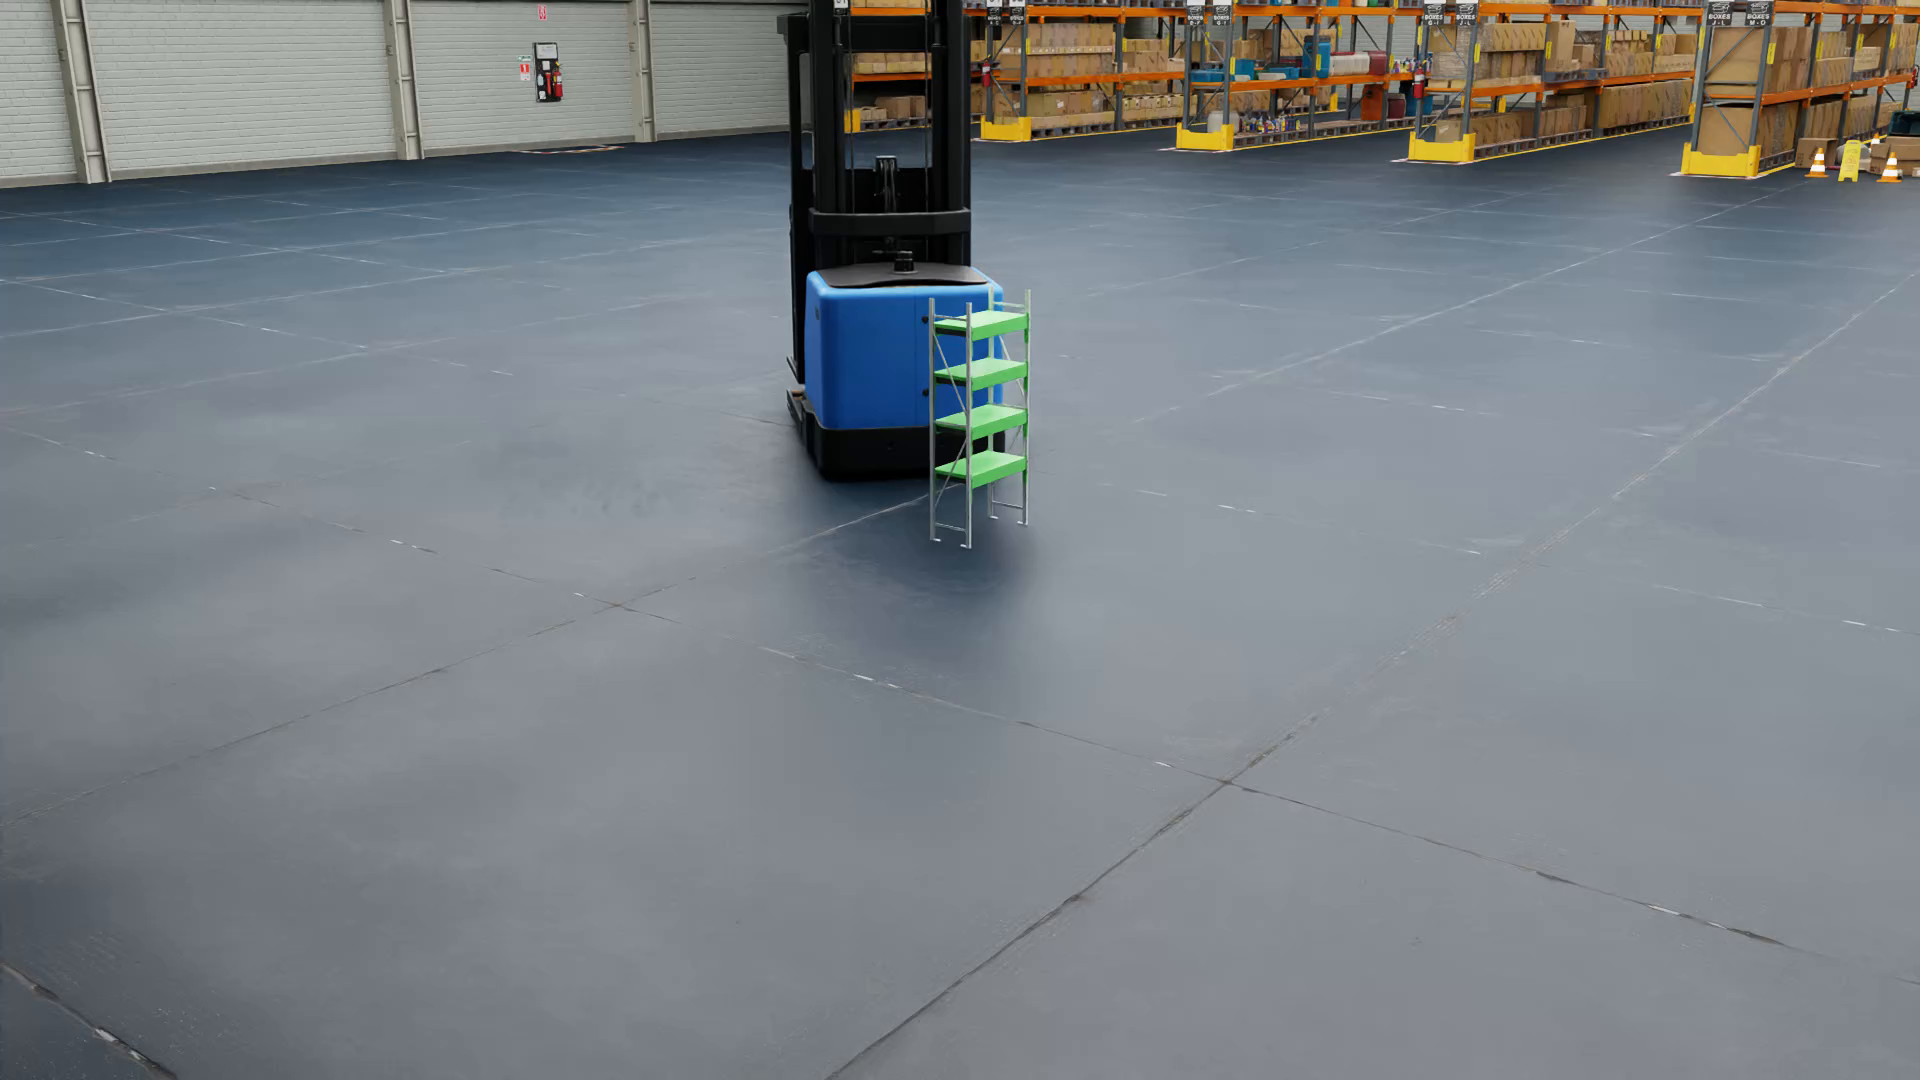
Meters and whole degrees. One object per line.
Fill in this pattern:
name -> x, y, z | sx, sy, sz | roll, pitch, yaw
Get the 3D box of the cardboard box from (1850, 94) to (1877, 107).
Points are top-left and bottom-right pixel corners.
cardboard box -> 19.809, -9.650, 36.502 | 0.500, 0.250, 0.500 | 12, 21, 33

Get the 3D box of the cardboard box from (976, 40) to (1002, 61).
cardboard box -> 0.812, -12.924, 43.893 | 0.700, 0.500, 0.500 | 12, 21, 35

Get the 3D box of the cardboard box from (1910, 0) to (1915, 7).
cardboard box -> 21.469, -12.297, 37.979 | 0.500, 0.250, 0.500 | 14, 22, 37

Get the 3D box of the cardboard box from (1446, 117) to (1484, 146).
cardboard box -> 9.690, -7.850, 31.972 | 0.500, 0.500, 0.500 | -13, 22, -36

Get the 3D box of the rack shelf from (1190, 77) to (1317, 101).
rack shelf -> 6.190, -9.557, 35.175 | 1.077, 0.370, 4.000 | 12, 21, 35

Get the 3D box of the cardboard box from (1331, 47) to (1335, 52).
cardboard box -> 10.508, -14.005, 48.115 | 0.500, 0.500, 0.500 | 13, 22, 36

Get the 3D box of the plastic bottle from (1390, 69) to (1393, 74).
plastic bottle -> 10.283, -11.317, 39.837 | 0.152, 0.276, 0.135 | 12, 21, 35

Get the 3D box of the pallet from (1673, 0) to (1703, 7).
pallet -> 18.076, -13.572, 41.981 | 1.003, 0.211, 1.213 | 12, 21, 35

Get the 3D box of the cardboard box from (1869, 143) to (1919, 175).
cardboard box -> 15.948, -6.472, 28.235 | 0.797, 0.503, 0.637 | -1, 17, -3

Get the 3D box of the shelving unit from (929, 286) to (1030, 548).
shelving unit -> 0.099, -0.612, 8.193 | 0.258, 1.200, 0.503 | 12, 21, 35

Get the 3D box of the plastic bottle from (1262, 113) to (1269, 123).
plastic bottle -> 6.683, -9.178, 36.465 | 0.144, 0.351, 0.185 | 12, 21, 35

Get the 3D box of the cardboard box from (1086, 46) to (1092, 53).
cardboard box -> 2.808, -11.266, 38.203 | 0.380, 0.149, 0.250 | 12, 21, 34

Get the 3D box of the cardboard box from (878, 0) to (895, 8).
cardboard box -> -1.903, -12.946, 39.616 | 0.500, 0.500, 0.500 | 14, 22, 37

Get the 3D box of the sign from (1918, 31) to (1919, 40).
sign -> 22.867, -12.061, 39.538 | 0.100, 0.325, 0.005 | 12, 21, 35

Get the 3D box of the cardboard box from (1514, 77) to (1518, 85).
cardboard box -> 10.683, -8.990, 32.559 | 0.380, 0.149, 0.250 | 12, 21, 35

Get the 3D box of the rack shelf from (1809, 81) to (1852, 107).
rack shelf -> 16.474, -8.734, 32.525 | 1.077, 0.370, 4.000 | 12, 21, 35

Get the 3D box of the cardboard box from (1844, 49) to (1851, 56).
cardboard box -> 18.100, -9.996, 34.087 | 0.380, 0.149, 0.250 | 12, 21, 35

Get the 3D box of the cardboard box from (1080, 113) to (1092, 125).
cardboard box -> 2.713, -9.753, 38.520 | 0.500, 0.250, 0.500 | 12, 21, 35

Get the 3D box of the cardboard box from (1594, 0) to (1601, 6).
cardboard box -> 13.372, -11.539, 35.537 | 0.500, 0.250, 0.500 | 12, 21, 34

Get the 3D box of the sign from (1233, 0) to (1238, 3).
sign -> 5.438, -10.763, 32.772 | 0.100, 0.325, 0.005 | 12, 21, 35

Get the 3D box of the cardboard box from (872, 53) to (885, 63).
cardboard box -> -2.130, -11.648, 39.649 | 0.500, 0.500, 0.500 | 12, 21, 35

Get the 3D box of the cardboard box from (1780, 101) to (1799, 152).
cardboard box -> 14.852, -7.650, 30.695 | 0.875, 0.875, 0.875 | 13, 21, 36

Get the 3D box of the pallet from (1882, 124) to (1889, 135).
pallet -> 21.148, -9.633, 38.909 | 1.003, 0.211, 1.213 | 12, 21, 35

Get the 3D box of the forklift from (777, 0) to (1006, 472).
forklift -> -0.523, -2.172, 10.296 | 1.130, 2.935, 3.031 | -3, 18, -10

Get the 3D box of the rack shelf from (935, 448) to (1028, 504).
rack shelf -> 0.099, -0.322, 8.283 | 0.258, 0.148, 0.480 | 12, 21, 35

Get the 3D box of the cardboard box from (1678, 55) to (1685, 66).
cardboard box -> 17.828, -12.026, 41.664 | 0.500, 0.250, 0.500 | 12, 21, 33

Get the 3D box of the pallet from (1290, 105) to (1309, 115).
pallet -> 9.309, -12.282, 47.439 | 1.003, 0.211, 1.213 | 12, 21, 35

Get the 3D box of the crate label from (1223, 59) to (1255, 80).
crate label -> 5.878, -9.928, 35.095 | 0.502, 0.435, 0.616 | 12, 21, 35

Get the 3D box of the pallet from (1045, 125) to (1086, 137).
pallet -> 2.172, -9.448, 38.312 | 1.003, 0.211, 1.213 | 12, 21, 35

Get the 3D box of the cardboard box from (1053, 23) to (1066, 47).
cardboard box -> 1.951, -11.336, 37.334 | 0.700, 0.500, 0.500 | 13, 21, 35

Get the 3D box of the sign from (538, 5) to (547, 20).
sign -> -8.398, -10.607, 33.432 | 0.001, 0.298, 0.199 | 12, 21, 35

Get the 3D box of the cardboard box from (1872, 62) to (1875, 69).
cardboard box -> 19.667, -10.337, 36.188 | 0.380, 0.149, 0.250 | 12, 21, 35

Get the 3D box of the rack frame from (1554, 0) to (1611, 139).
rack frame -> 13.743, -10.455, 36.852 | 1.000, 3.000, 0.127 | 12, 21, 35

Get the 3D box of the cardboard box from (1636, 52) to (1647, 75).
cardboard box -> 15.767, -11.179, 39.016 | 0.500, 0.500, 0.500 | 13, 22, 36

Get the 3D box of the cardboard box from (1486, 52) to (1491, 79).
cardboard box -> 9.528, -9.006, 31.515 | 0.875, 0.500, 0.500 | 12, 21, 35

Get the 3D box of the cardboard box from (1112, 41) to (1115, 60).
cardboard box -> 4.119, -14.078, 47.816 | 0.500, 0.500, 0.500 | 12, 21, 34

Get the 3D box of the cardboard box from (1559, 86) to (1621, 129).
cardboard box -> 14.171, -9.801, 37.622 | 1.225, 0.875, 0.875 | 11, 21, 32

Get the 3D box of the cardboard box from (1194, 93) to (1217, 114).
cardboard box -> 6.290, -11.280, 42.984 | 0.500, 0.500, 0.500 | 14, 22, 37

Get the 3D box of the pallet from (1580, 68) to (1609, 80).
pallet -> 13.404, -10.175, 36.273 | 1.213, 0.211, 1.003 | 12, 21, 35

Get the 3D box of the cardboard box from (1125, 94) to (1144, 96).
cardboard box -> 4.324, -10.918, 41.328 | 0.500, 0.311, 0.500 | 12, 21, 34

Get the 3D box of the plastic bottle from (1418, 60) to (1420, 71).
plastic bottle -> 11.336, -11.718, 41.118 | 0.061, 0.283, 0.133 | 12, 21, 35

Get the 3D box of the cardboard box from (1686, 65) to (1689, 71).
cardboard box -> 18.257, -11.975, 42.172 | 0.380, 0.149, 0.250 | 12, 21, 35

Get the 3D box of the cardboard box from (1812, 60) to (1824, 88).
cardboard box -> 15.812, -8.727, 31.120 | 0.500, 0.500, 0.500 | 13, 21, 35

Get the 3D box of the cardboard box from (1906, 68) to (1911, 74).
cardboard box -> 22.466, -11.212, 39.714 | 0.380, 0.149, 0.250 | 12, 21, 35

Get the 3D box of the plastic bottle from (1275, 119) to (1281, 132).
plastic bottle -> 6.823, -8.922, 35.766 | 0.152, 0.276, 0.135 | 13, 21, 36

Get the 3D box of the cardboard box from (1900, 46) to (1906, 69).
cardboard box -> 21.461, -11.136, 38.375 | 0.500, 0.500, 0.500 | 14, 22, 37

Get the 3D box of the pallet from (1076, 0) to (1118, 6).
pallet -> 2.919, -12.436, 38.323 | 1.003, 0.211, 1.213 | 12, 21, 35

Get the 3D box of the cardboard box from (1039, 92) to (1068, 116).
cardboard box -> 2.105, -9.875, 37.651 | 0.500, 0.500, 0.500 | 12, 21, 35

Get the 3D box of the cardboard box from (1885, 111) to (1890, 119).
cardboard box -> 21.265, -9.832, 38.446 | 0.380, 0.149, 0.250 | 12, 21, 34

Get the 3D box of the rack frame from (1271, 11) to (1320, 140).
rack frame -> 7.382, -10.377, 36.603 | 1.000, 3.000, 0.127 | 12, 21, 35

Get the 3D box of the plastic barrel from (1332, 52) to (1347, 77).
plastic barrel -> 8.565, -10.806, 37.754 | 0.433, 0.535, 0.433 | 0, 17, 0

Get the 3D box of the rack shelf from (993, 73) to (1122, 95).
rack shelf -> 2.214, -10.434, 37.997 | 1.077, 0.370, 4.000 | 12, 21, 35

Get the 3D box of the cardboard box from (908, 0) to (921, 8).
cardboard box -> -1.288, -13.197, 40.422 | 0.500, 0.500, 0.500 | 11, 21, 33

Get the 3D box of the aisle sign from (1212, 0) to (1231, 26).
aisle sign -> 5.191, -10.597, 32.927 | 0.394, 0.787, 0.004 | 12, 21, 35

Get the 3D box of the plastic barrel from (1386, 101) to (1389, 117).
plastic barrel -> 10.308, -10.612, 40.846 | 0.421, 0.512, 0.421 | 0, 17, 0
